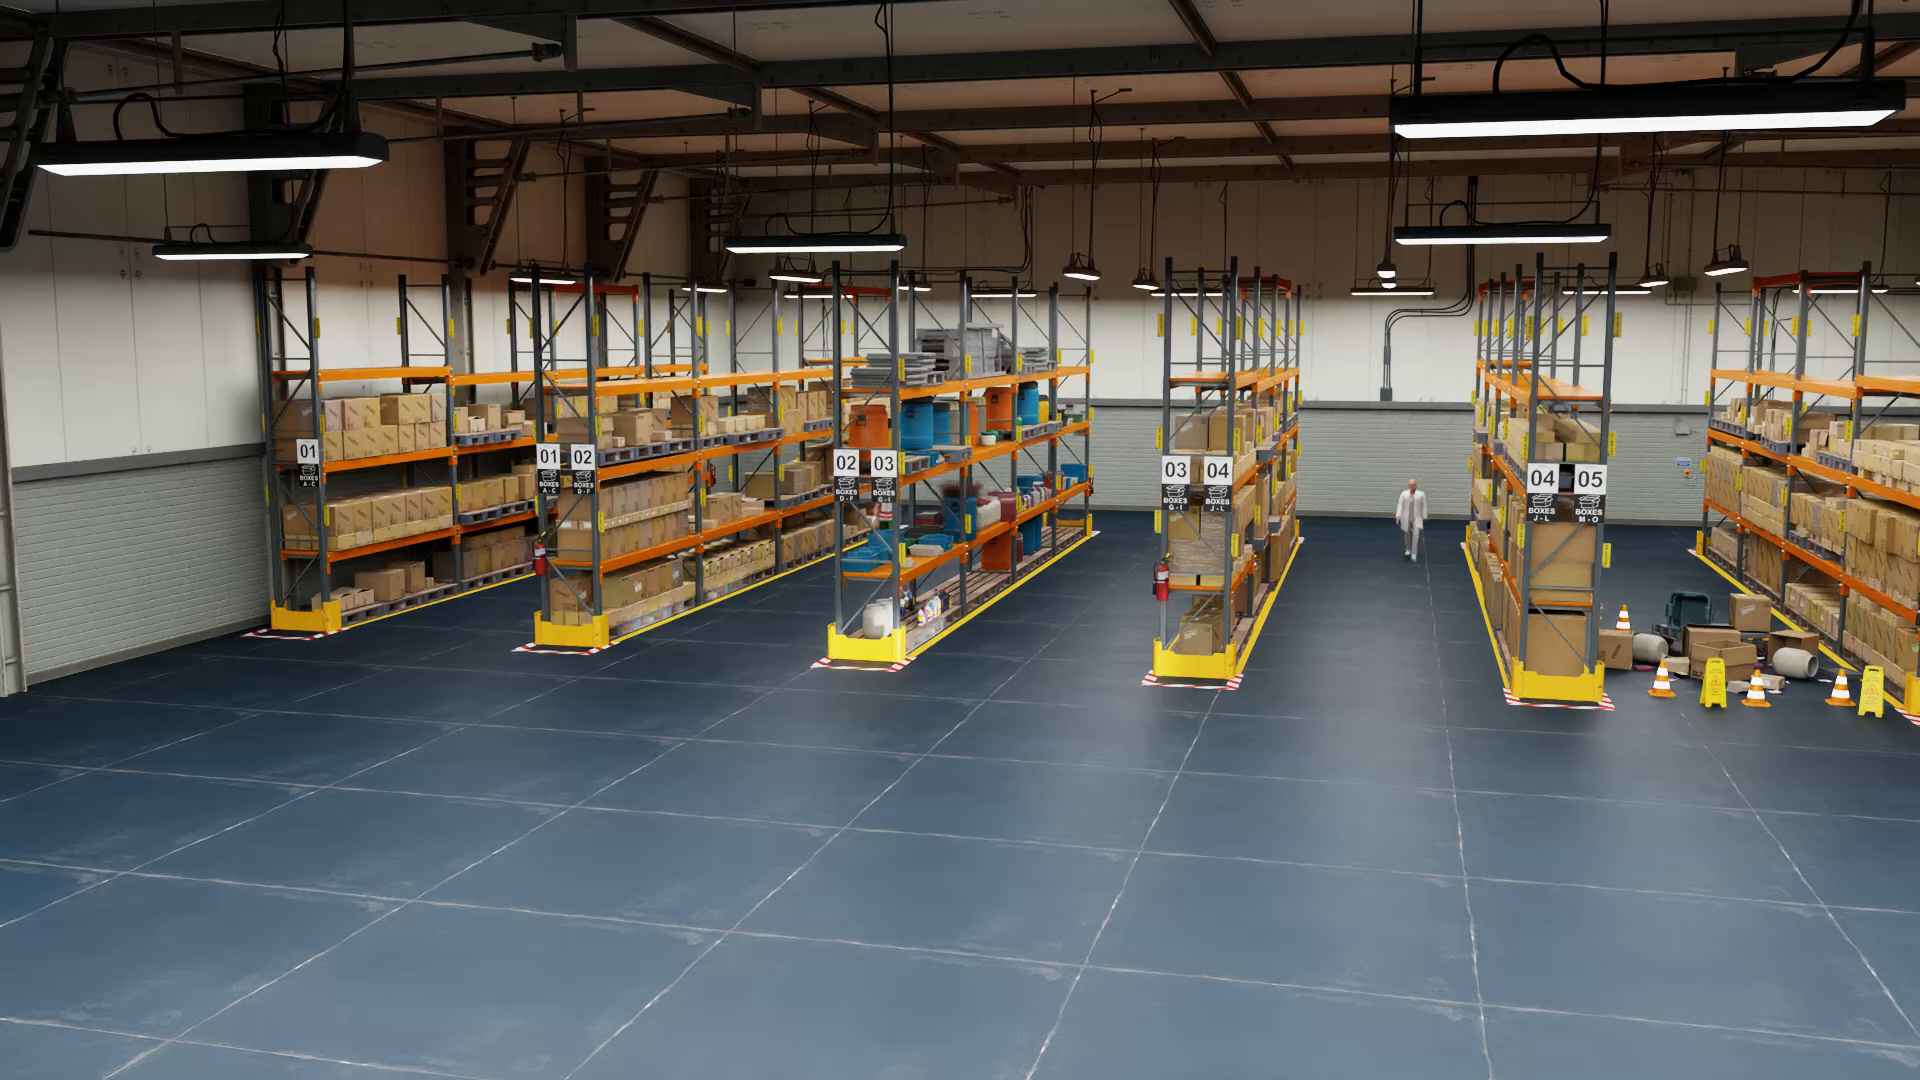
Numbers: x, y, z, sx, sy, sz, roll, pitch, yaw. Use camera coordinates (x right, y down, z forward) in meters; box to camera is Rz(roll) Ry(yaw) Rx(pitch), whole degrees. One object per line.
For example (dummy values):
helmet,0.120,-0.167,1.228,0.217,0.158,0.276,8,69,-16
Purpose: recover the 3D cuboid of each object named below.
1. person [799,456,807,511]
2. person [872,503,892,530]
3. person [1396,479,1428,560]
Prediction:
person,-4.295,-1.590,45.403,0.454,1.669,0.510,1,7,10
person,-1.590,-0.441,35.938,0.548,1.728,1.055,1,7,10
person,9.827,-0.463,36.178,0.653,1.713,1.142,2,8,17
